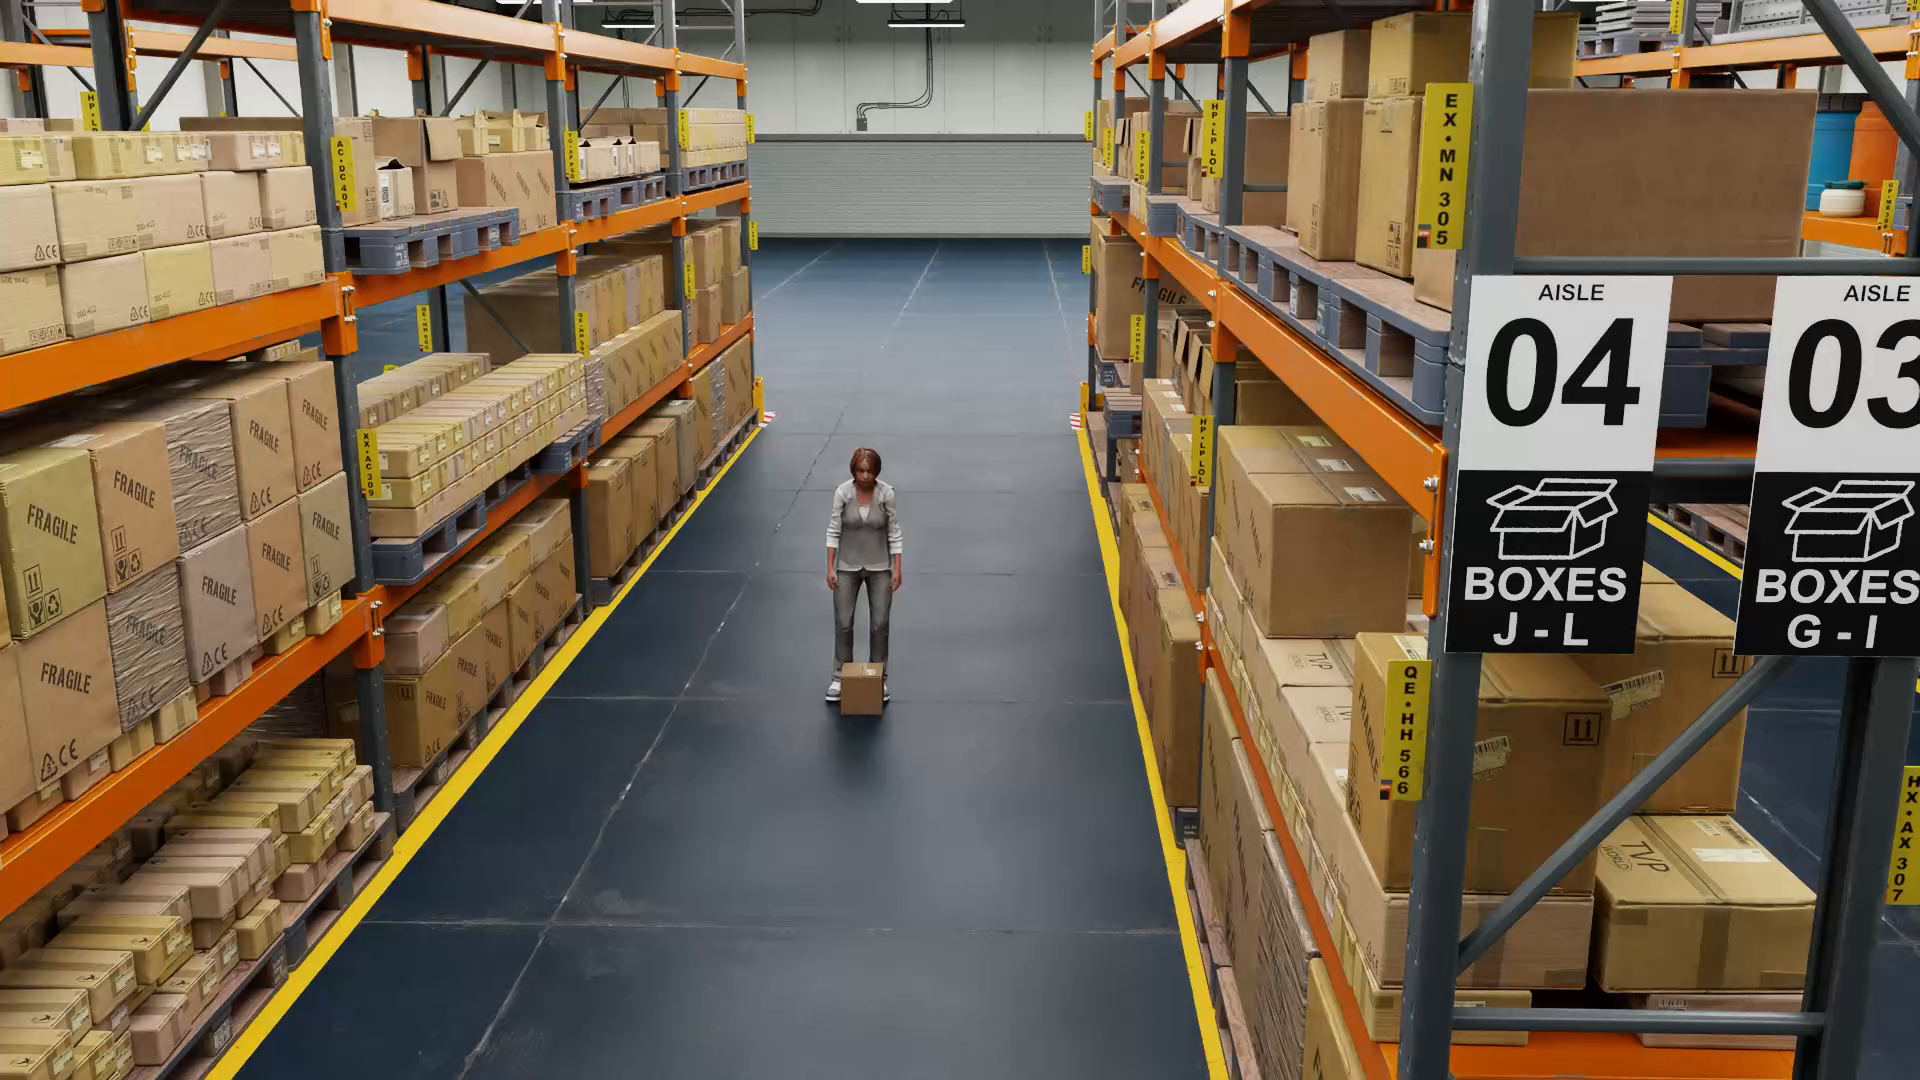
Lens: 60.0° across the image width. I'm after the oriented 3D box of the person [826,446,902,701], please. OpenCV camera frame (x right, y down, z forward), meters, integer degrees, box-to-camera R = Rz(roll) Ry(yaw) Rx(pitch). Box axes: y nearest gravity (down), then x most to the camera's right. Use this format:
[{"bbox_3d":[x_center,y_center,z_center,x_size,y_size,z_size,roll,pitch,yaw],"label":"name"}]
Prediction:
[{"bbox_3d":[-0.594,0.200,10.230,0.485,1.593,0.343,0,14,-2],"label":"person"}]
